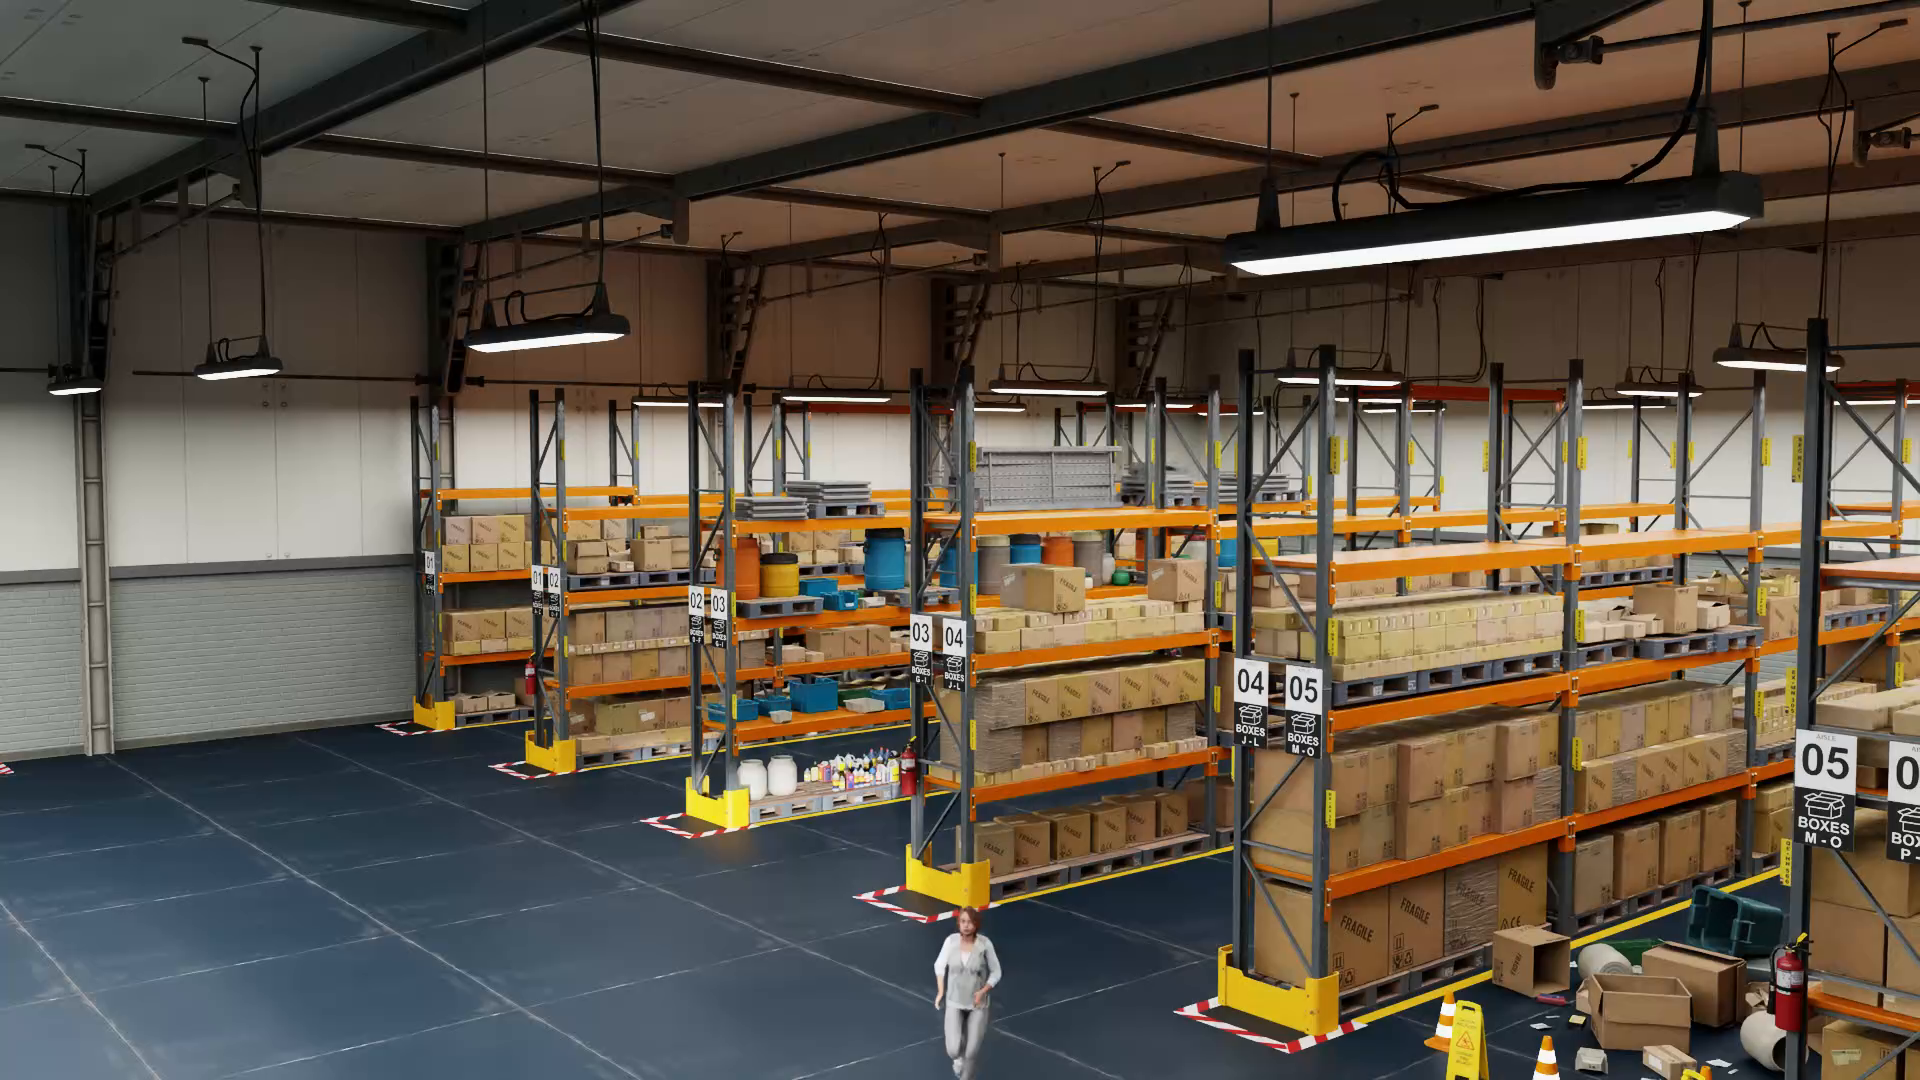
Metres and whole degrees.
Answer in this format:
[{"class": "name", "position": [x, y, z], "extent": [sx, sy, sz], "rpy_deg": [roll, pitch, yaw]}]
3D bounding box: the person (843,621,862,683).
[{"class": "person", "position": [-2.060, 2.398, 32.897], "extent": [0.734, 1.708, 0.616], "rpy_deg": [-3, 5, -44]}]

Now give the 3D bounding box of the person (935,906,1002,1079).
[{"class": "person", "position": [0.055, 3.629, 12.982], "extent": [0.539, 1.560, 0.548], "rpy_deg": [0, 3, 8]}]

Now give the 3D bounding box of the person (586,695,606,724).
[{"class": "person", "position": [-6.370, 2.588, 28.976], "extent": [0.640, 1.726, 0.662], "rpy_deg": [2, 4, 34]}]
